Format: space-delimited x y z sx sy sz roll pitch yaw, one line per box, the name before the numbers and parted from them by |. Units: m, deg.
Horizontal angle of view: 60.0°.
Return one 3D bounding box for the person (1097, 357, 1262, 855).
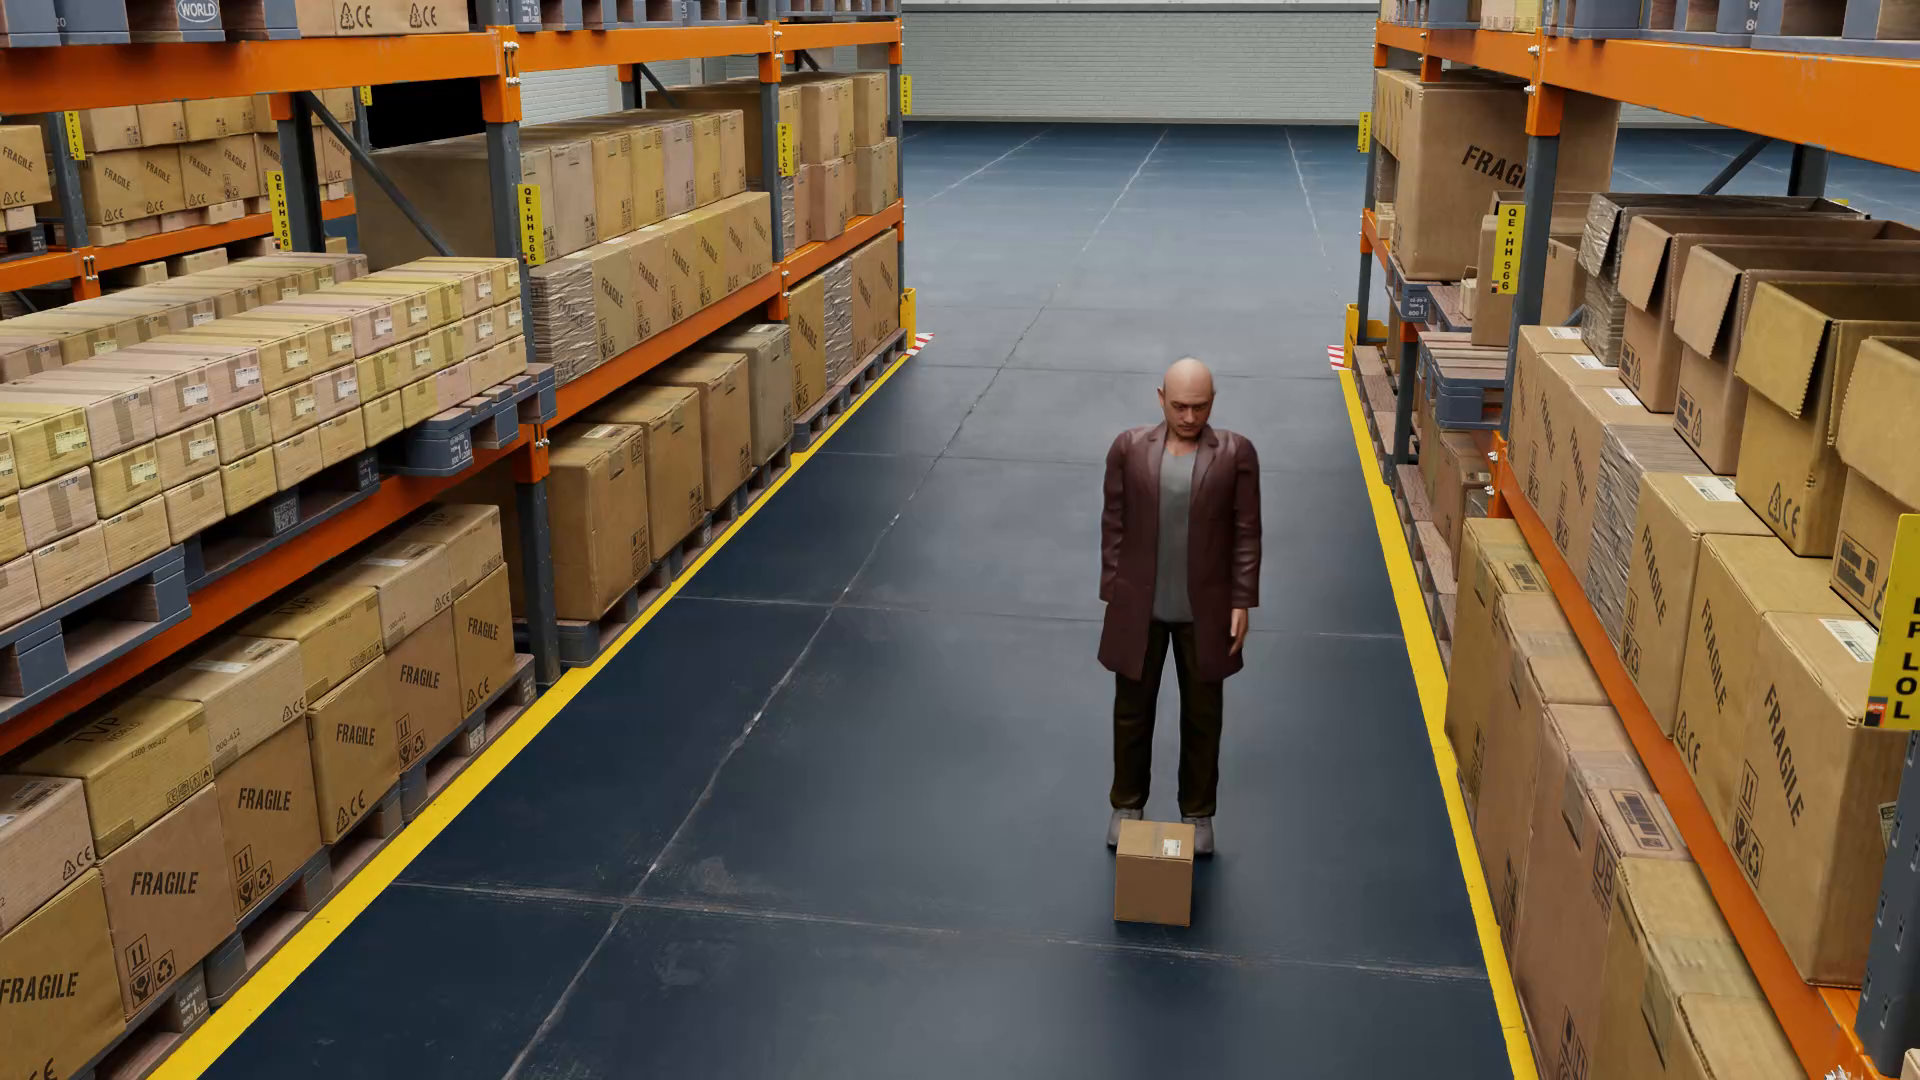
person | 0.765 0.238 5.842 0.562 1.773 0.379 3 18 10
